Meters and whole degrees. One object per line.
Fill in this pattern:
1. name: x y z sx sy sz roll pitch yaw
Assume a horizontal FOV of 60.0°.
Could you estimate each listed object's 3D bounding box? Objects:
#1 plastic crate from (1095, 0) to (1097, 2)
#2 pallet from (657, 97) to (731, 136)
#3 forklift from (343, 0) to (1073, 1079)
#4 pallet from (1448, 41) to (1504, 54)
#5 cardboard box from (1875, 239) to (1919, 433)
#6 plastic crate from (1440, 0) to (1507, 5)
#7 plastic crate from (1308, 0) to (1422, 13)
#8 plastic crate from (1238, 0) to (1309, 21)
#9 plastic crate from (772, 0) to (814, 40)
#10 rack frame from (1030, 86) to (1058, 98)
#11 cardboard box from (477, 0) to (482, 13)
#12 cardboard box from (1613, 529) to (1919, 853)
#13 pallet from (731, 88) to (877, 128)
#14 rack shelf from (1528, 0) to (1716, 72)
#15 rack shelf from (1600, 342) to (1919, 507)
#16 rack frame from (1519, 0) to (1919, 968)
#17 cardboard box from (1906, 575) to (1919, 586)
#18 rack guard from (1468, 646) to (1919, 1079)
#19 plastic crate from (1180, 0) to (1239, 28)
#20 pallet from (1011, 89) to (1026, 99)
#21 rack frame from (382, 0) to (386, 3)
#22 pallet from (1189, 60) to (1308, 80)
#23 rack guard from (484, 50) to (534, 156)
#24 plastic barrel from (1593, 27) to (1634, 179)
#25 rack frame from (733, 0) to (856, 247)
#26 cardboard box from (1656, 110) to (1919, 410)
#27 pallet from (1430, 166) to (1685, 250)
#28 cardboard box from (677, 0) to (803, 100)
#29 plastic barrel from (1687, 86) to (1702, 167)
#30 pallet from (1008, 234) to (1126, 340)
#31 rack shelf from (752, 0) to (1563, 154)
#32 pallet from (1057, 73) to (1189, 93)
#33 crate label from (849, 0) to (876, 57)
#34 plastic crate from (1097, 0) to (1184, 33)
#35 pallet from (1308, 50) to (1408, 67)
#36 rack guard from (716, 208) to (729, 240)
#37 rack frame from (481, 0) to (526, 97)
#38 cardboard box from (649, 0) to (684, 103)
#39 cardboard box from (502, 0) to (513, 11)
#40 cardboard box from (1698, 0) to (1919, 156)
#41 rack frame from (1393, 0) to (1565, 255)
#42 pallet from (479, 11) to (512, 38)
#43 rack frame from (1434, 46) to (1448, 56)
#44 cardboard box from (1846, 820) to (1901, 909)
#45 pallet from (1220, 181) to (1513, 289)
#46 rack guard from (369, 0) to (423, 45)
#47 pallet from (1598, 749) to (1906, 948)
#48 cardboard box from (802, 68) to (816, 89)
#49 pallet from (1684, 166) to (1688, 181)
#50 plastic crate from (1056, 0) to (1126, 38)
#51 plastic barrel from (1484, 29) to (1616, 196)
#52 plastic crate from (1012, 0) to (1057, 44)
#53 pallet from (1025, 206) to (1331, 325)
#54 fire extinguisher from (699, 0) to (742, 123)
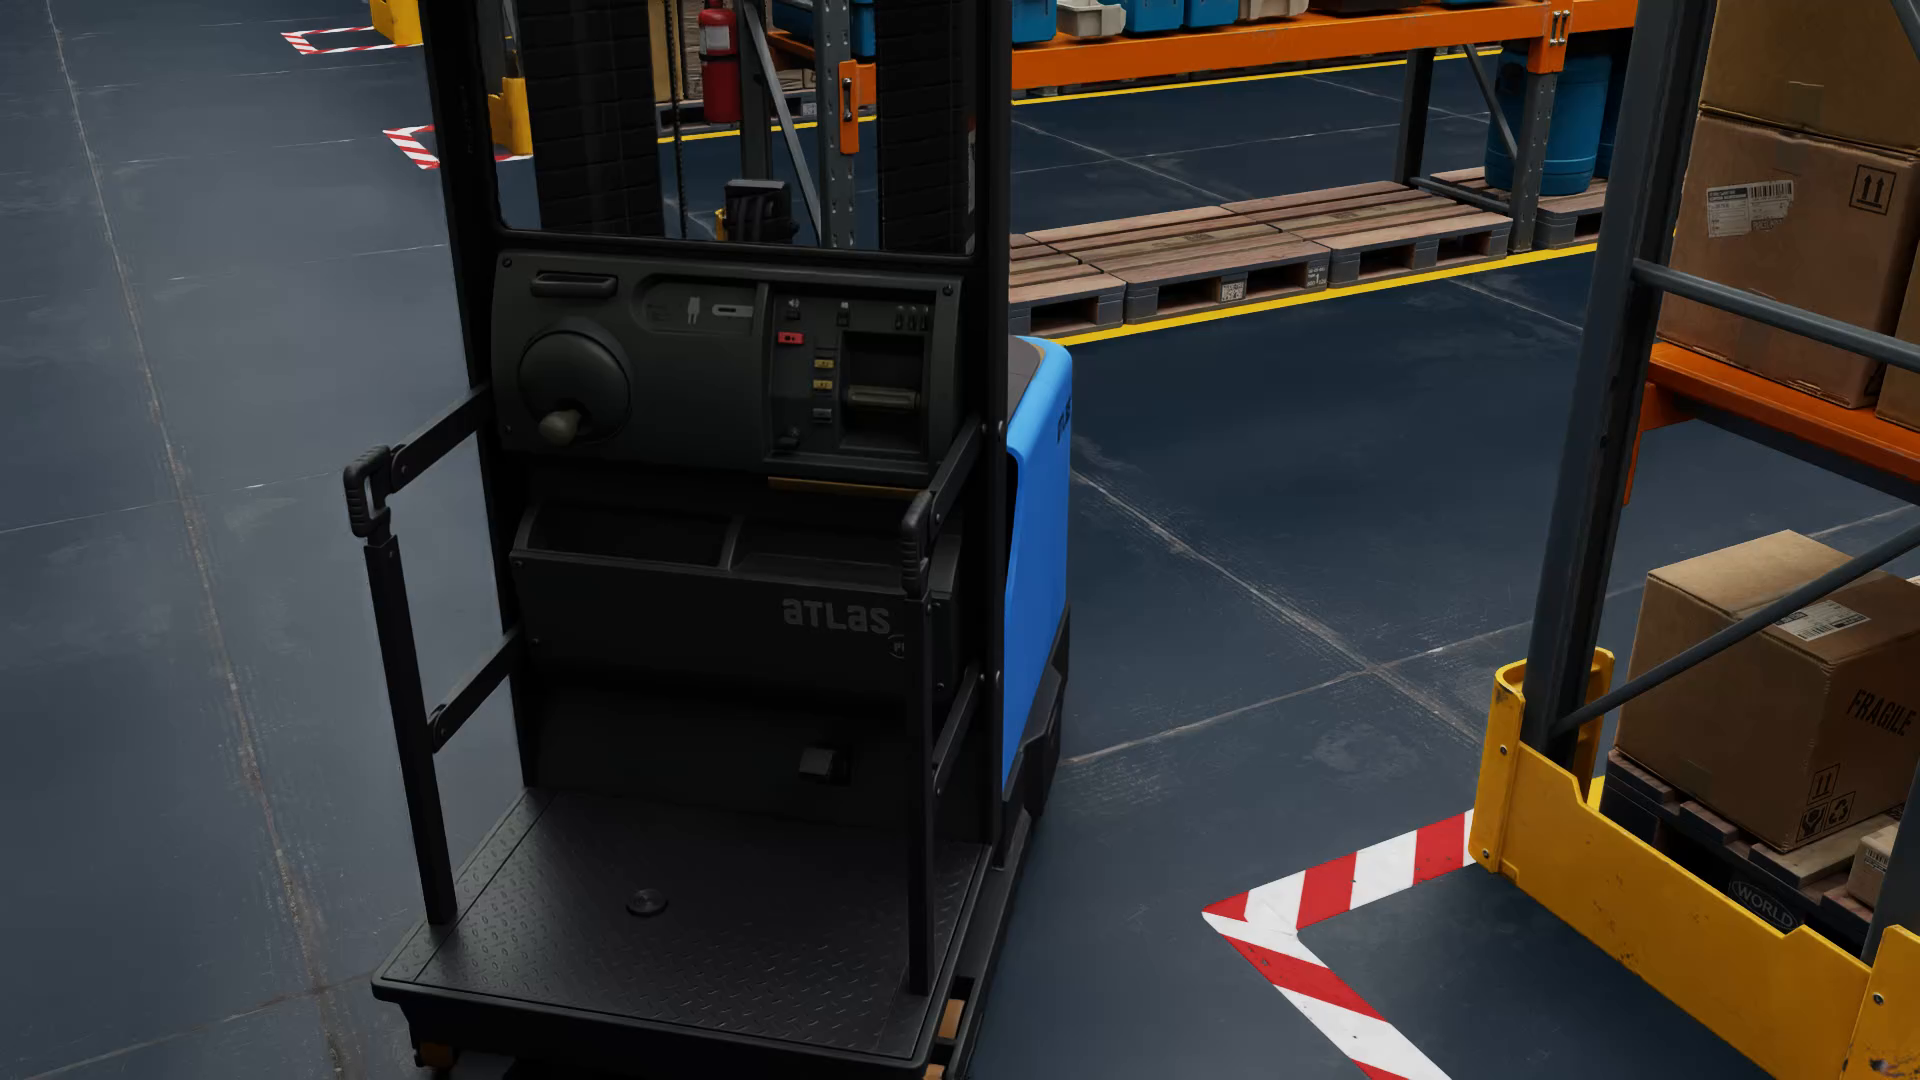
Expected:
1. plastic crate: 0.656 -2.606 7.946 0.250 0.136 0.298 -13 29 -25
2. pallet: -2.389 -3.102 11.968 1.213 0.211 1.003 -13 29 -25
3. forklift: -0.501 -0.307 3.002 1.130 2.935 3.031 5 26 11
4. pallet: 4.691 -4.698 15.290 1.213 0.211 1.003 -13 29 -25
5. cardboard box: 2.116 -0.417 3.038 0.500 0.500 0.500 -12 28 -24
6. plastic crate: 2.551 -2.884 8.241 0.575 0.384 0.392 -13 29 -25
7. plastic crate: 1.941 -2.662 8.078 0.590 0.125 0.437 -13 29 -25
8. plastic crate: 1.407 -2.529 7.786 0.466 0.136 0.293 -13 29 -25
9. plastic crate: -0.520 -2.458 7.293 0.499 0.435 0.616 -13 29 -25
10. rack frame: 0.471 -4.981 12.660 0.127 3.000 1.000 -13 29 -25
11. cardboard box: -4.498 -5.055 15.621 0.250 0.149 0.380 -13 29 -25
12. cardboard box: 1.964 0.341 3.954 0.500 0.500 0.500 -13 29 -25
13. pallet: -1.314 -3.349 12.482 1.213 0.211 1.003 -13 29 -25
14. rack shelf: 4.567 -3.173 9.724 4.000 0.370 1.077 -13 29 -25
15. rack shelf: 3.365 -0.466 4.086 4.000 0.370 1.077 -13 29 -25
16. rack frame: 1.600 -0.383 3.081 0.127 3.000 1.000 -13 29 -25
17. cardboard box: 2.816 0.272 4.387 0.500 0.250 0.500 -13 29 -25
18. rack guard: 1.667 0.729 3.655 0.348 0.500 1.175 -13 29 -25
19. plastic crate: 1.072 -2.481 7.575 0.300 0.233 0.416 -13 29 -25
20. pallet: -0.236 -3.599 13.003 1.213 0.211 1.003 -13 29 -25
21. rack frame: -5.303 -6.082 14.951 0.127 3.000 1.000 -13 29 -25
22. pallet: 2.195 -4.160 14.172 1.213 0.211 1.003 -13 29 -25
23. rack guard: -3.079 -3.035 11.494 0.348 0.500 1.175 -13 29 -25
24. plastic barrel: 3.915 -2.582 9.601 0.708 0.901 0.600 -13 29 -25
25. rack frame: -0.727 -2.275 7.023 0.127 3.000 1.000 -13 29 -25
26. cardboard box: 1.867 -0.623 3.466 0.500 0.500 0.500 -12 28 -24
27. pallet: 3.502 -1.974 9.618 1.213 0.211 1.003 -13 29 -25
28. cardboard box: -1.728 -3.744 12.053 0.875 0.875 0.875 -13 29 -25
29. plastic barrel: 4.455 -2.487 9.854 0.421 0.512 0.421 0 26 0
30. pallet: 0.018 -1.171 7.946 1.213 0.211 1.003 -13 29 -25
31. rack shelf: 1.037 -2.358 8.027 4.000 0.370 1.077 -13 29 -25
32. pallet: 1.117 -3.910 13.650 1.213 0.211 1.003 -13 29 -25
33. crate label: -0.355 -2.151 6.889 0.303 0.233 0.416 -13 29 -25
34. plastic crate: 0.807 -2.419 7.448 0.300 0.233 0.416 -13 29 -25
35. pallet: 3.270 -4.407 14.686 1.213 0.211 1.003 -13 29 -25
36. rack guard: -0.743 -1.138 7.544 0.348 0.500 1.175 -13 29 -25
37. rack frame: -3.058 -4.167 10.963 0.127 3.000 1.000 -13 29 -25
38. cardboard box: -2.531 -3.559 11.667 0.875 0.875 0.875 -13 29 -25
39. cardboard box: -4.282 -5.108 15.732 0.250 0.149 0.380 -13 28 -25
40. cardboard box: 1.863 -1.074 3.251 0.500 0.500 0.500 -13 29 -26
41. rack frame: 2.802 -3.090 8.720 0.127 3.000 1.000 -13 29 -25
42. pallet: -4.502 -4.992 15.903 1.213 0.211 1.003 -13 29 -25
43. rack frame: 4.001 -5.796 14.356 0.127 3.000 1.000 -13 29 -25
44. cardboard box: 2.131 0.750 3.507 0.250 0.149 0.380 -13 29 -25
45. pallet: 2.171 -1.668 8.981 1.213 0.211 1.003 -13 29 -25
46. rack guard: -5.236 -4.970 15.524 0.348 0.500 1.175 -13 29 -25
47. pallet: 2.370 0.696 4.056 1.213 0.211 1.003 -13 29 -25
48. cardboard box: -0.943 -3.926 12.431 0.875 0.875 0.875 -13 29 -25
49. pallet: 4.580 -2.224 10.139 1.213 0.211 1.003 -13 29 -25
50. plastic crate: 0.566 -2.280 7.268 0.298 0.136 0.250 -13 29 -25
51. plastic barrel: 3.290 -2.438 9.300 0.708 0.901 0.600 -13 29 -25
52. plastic crate: 0.226 -2.285 7.168 0.300 0.233 0.416 -13 29 -25
53. pallet: 1.094 -1.418 8.460 1.213 0.211 1.003 -13 29 -25
54. fire extinguisher: -1.074 -2.215 7.418 0.183 0.674 0.296 -13 29 -25
